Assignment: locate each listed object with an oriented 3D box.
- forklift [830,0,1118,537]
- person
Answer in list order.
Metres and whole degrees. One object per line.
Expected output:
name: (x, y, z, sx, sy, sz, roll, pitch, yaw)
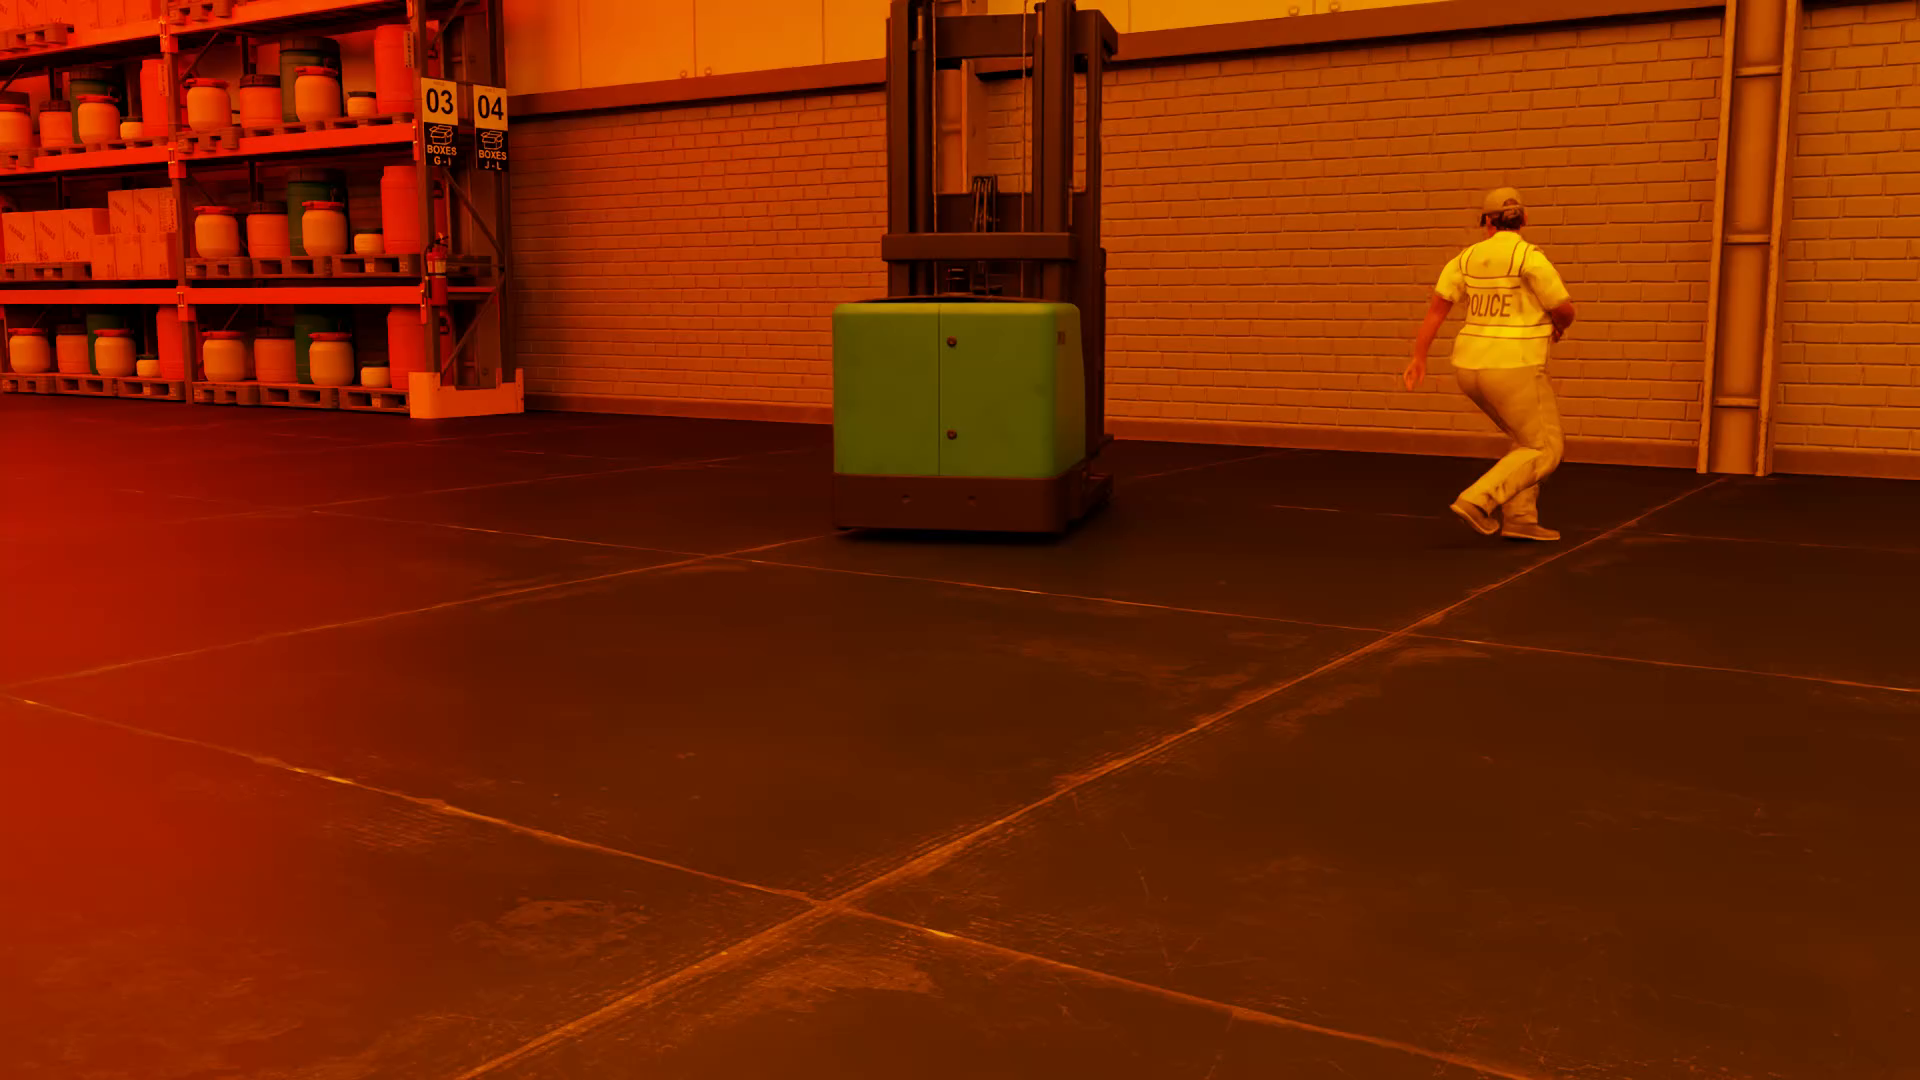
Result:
forklift: (0.221, -1.633, 8.675, 1.130, 2.935, 3.031, 2, 8, 12)
person: (2.430, -0.769, 7.443, 0.717, 1.595, 0.561, -2, 8, -16)
